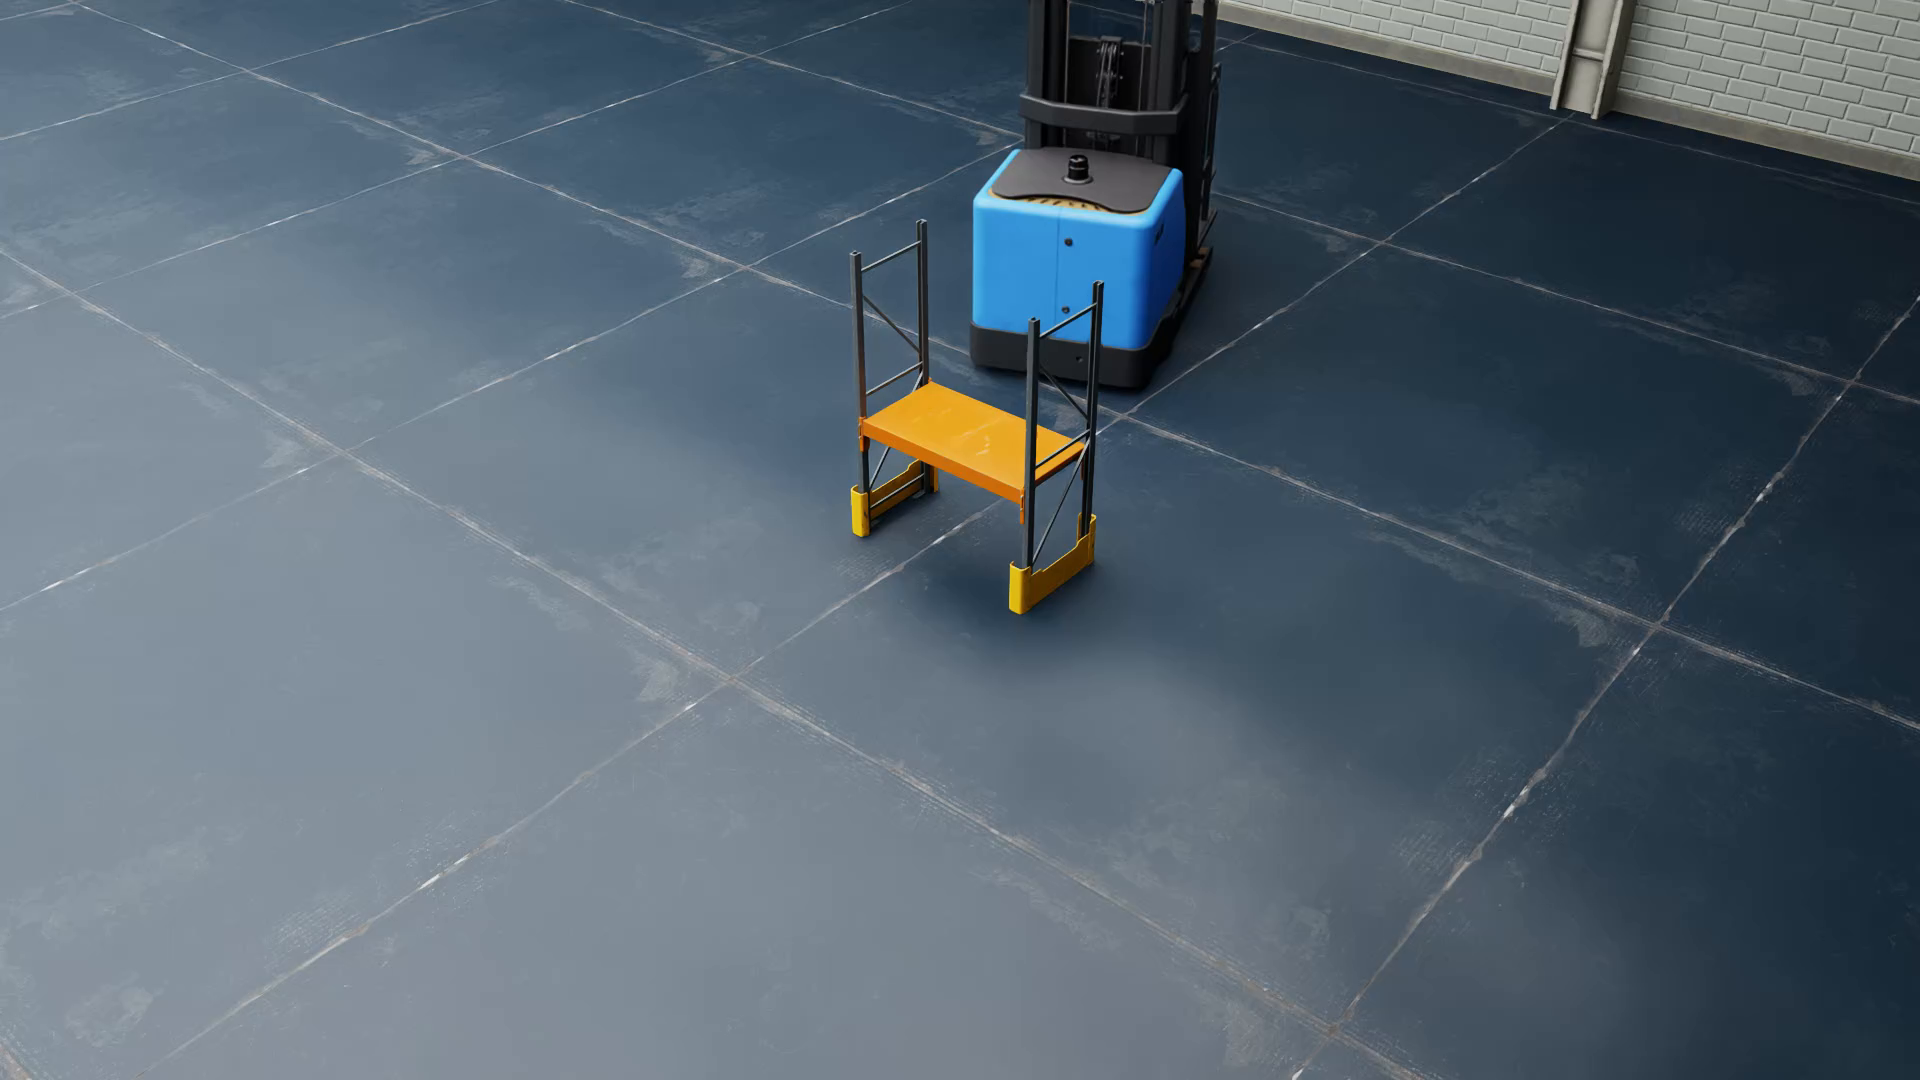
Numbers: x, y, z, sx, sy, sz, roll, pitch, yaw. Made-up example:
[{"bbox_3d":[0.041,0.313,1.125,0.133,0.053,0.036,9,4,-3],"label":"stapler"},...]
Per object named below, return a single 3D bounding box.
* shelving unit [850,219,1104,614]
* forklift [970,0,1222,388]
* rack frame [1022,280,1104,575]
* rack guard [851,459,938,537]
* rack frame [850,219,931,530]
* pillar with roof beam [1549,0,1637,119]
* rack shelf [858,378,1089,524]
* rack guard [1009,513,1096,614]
[{"bbox_3d":[0.059,-0.591,7.785,1.083,1.500,0.587,25,42,32],"label":"shelving unit"},{"bbox_3d":[1.002,-2.897,9.880,1.130,2.935,3.031,11,36,15],"label":"forklift"},{"bbox_3d":[0.456,-0.403,7.512,0.032,1.500,0.500,25,42,32],"label":"rack frame"},{"bbox_3d":[-0.324,-0.256,8.402,0.087,0.250,0.587,25,42,32],"label":"rack guard"},{"bbox_3d":[-0.325,-0.771,8.049,0.032,1.500,0.500,25,42,32],"label":"rack frame"},{"bbox_3d":[2.197,-5.277,7.985,0.400,9.000,9.100,25,42,32],"label":"pillar with roof beam"},{"bbox_3d":[0.066,-0.439,7.882,1.000,0.185,0.538,25,42,32],"label":"rack shelf"},{"bbox_3d":[0.441,0.105,7.876,0.087,0.250,0.587,25,42,32],"label":"rack guard"}]
